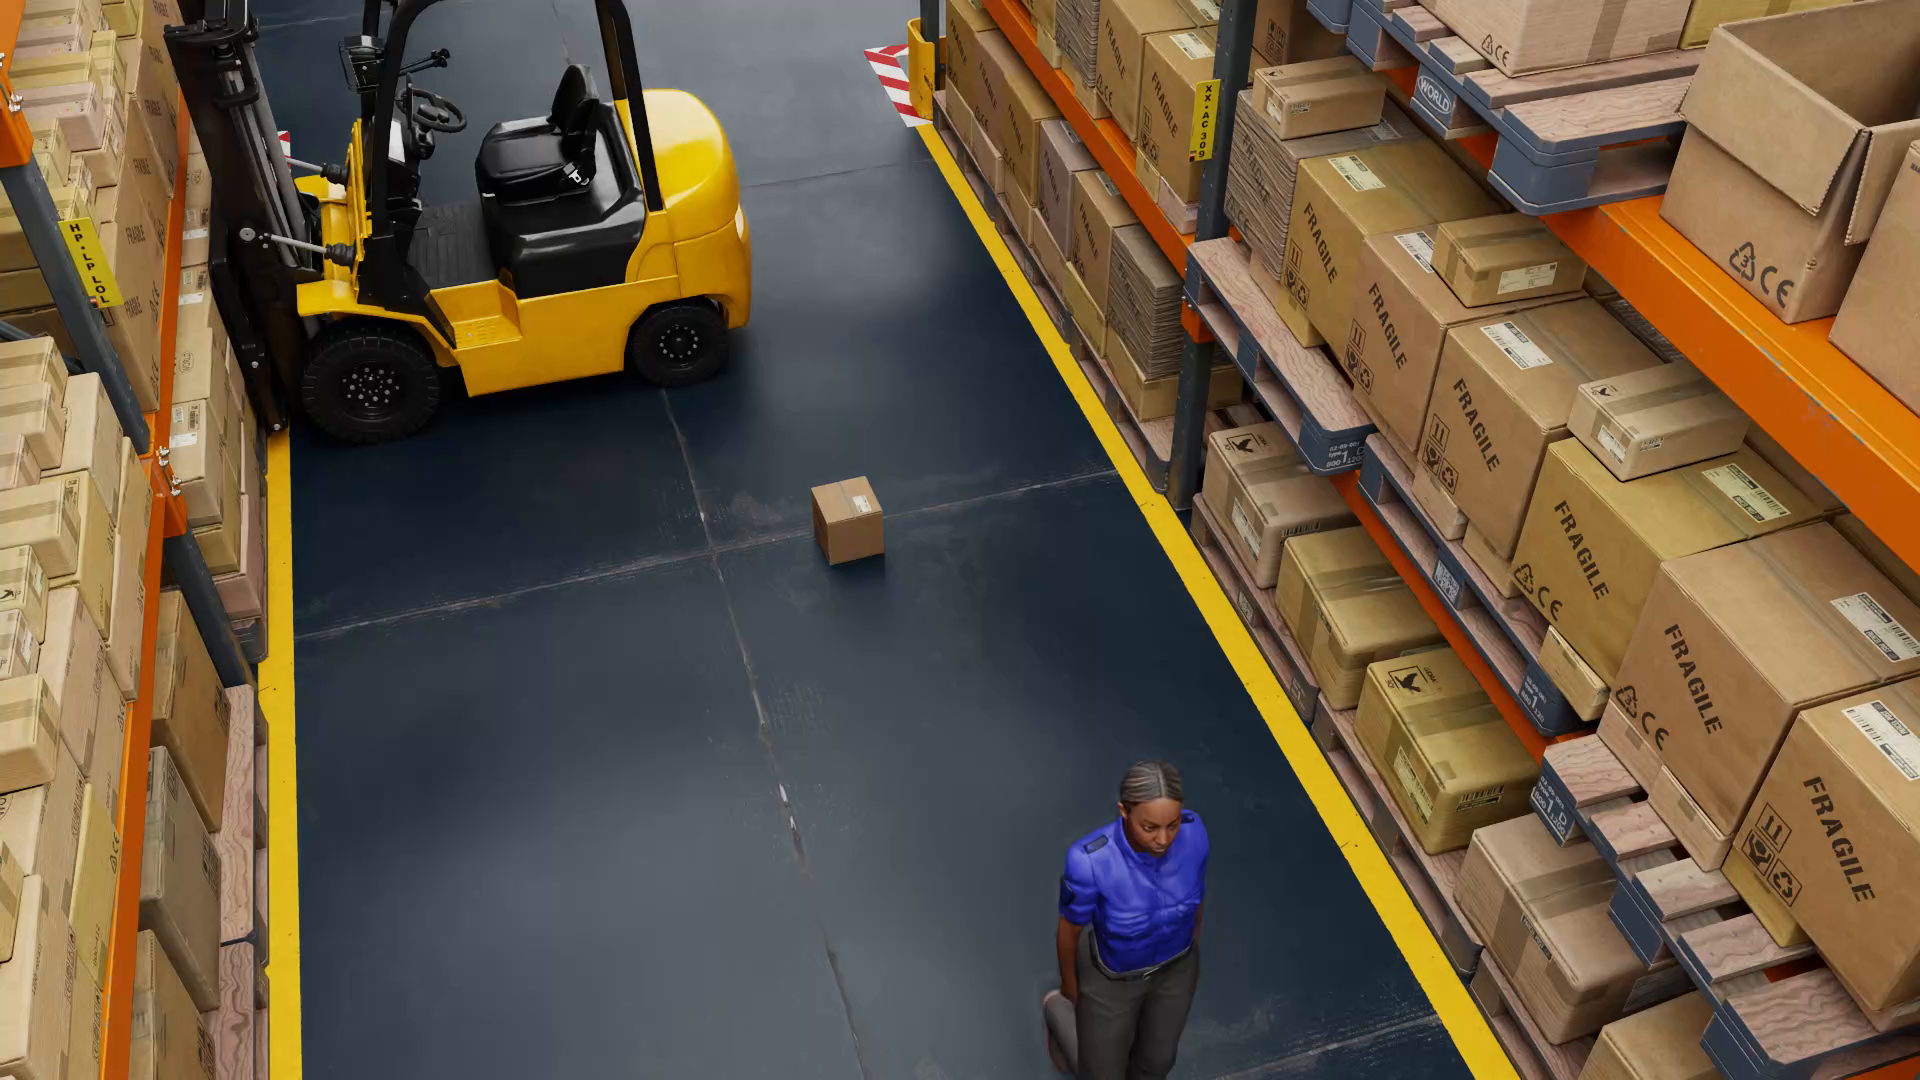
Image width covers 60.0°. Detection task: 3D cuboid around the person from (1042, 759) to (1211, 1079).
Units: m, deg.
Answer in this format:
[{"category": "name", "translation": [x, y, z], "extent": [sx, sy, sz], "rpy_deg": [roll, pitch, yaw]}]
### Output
[{"category": "person", "translation": [0.484, 1.207, 4.819], "extent": [0.447, 1.641, 0.569], "rpy_deg": [-15, 45, -16]}]
